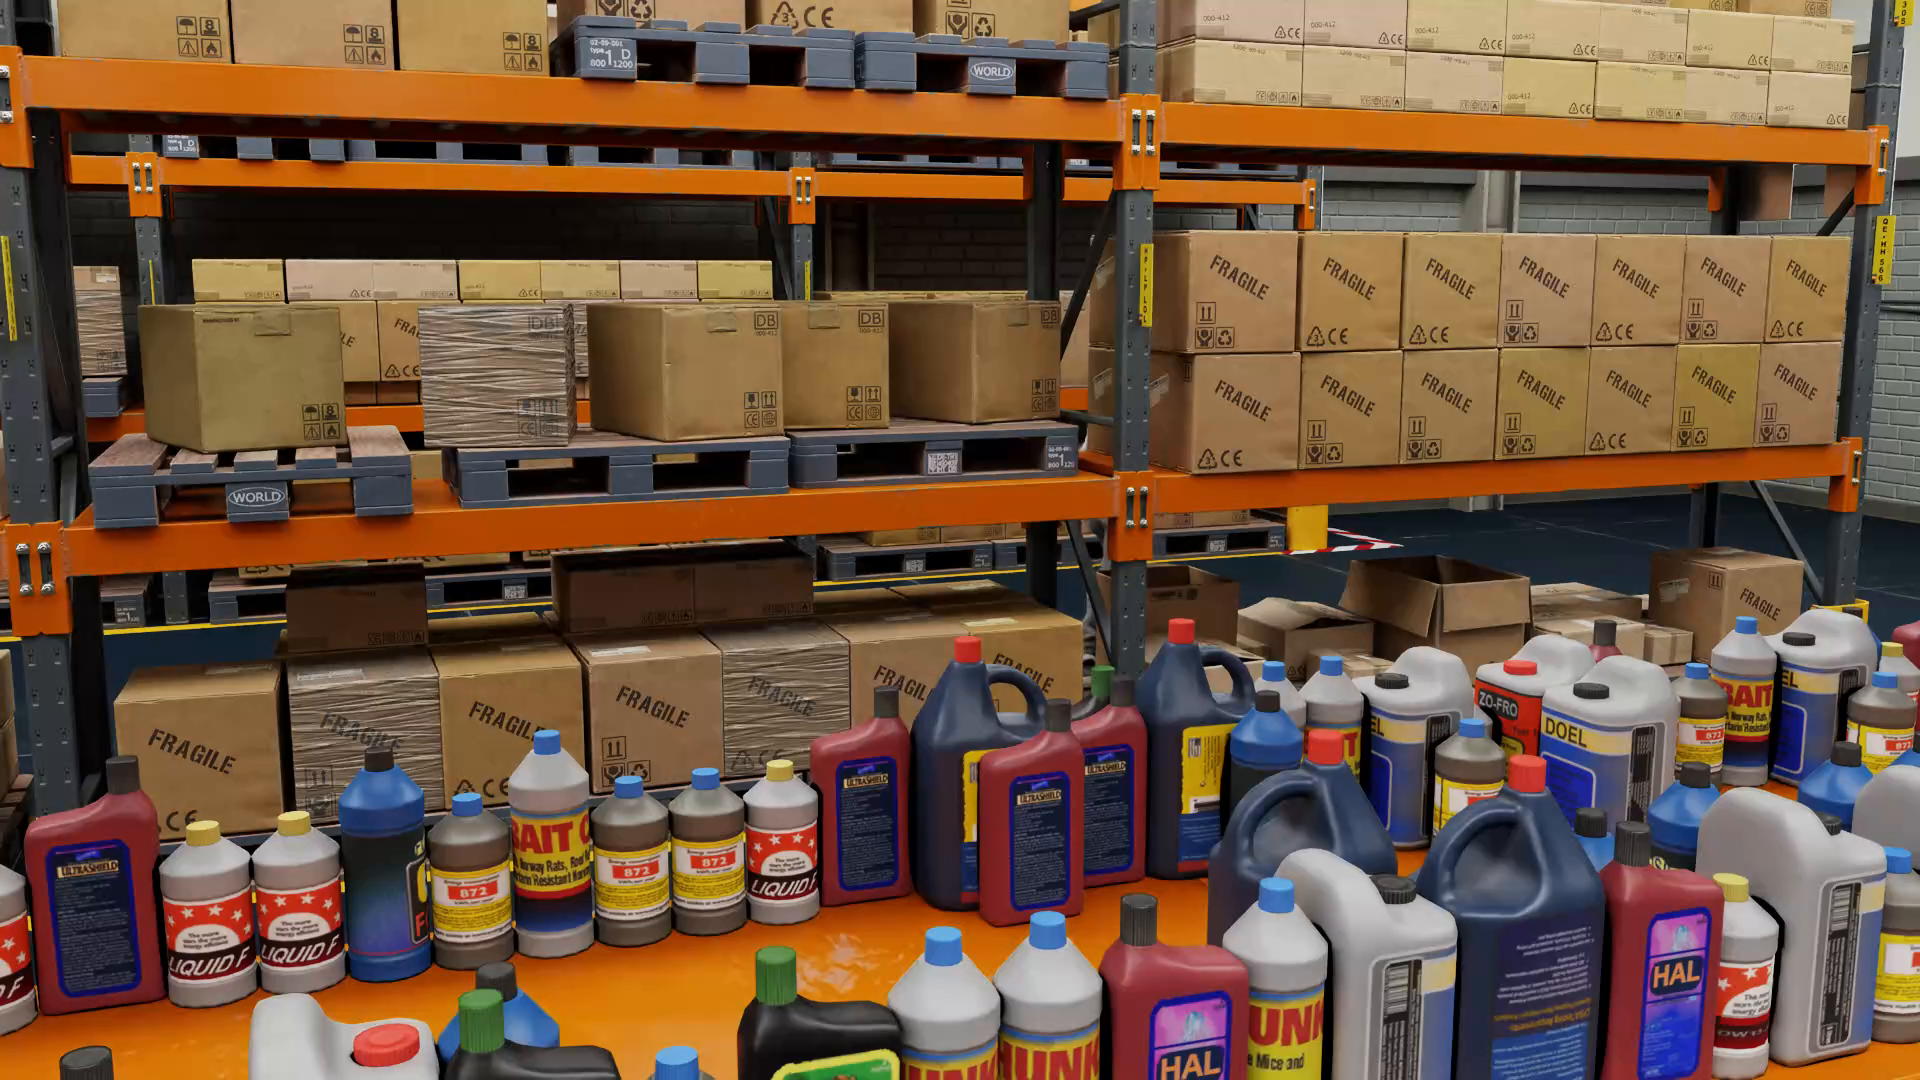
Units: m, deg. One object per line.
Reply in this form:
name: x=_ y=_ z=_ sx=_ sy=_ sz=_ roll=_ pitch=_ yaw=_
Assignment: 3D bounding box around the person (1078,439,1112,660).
person: x=0.862 y=-0.135 z=9.324 sx=0.709 sy=1.547 sz=0.559 roll=-7 pitch=12 yaw=-39
